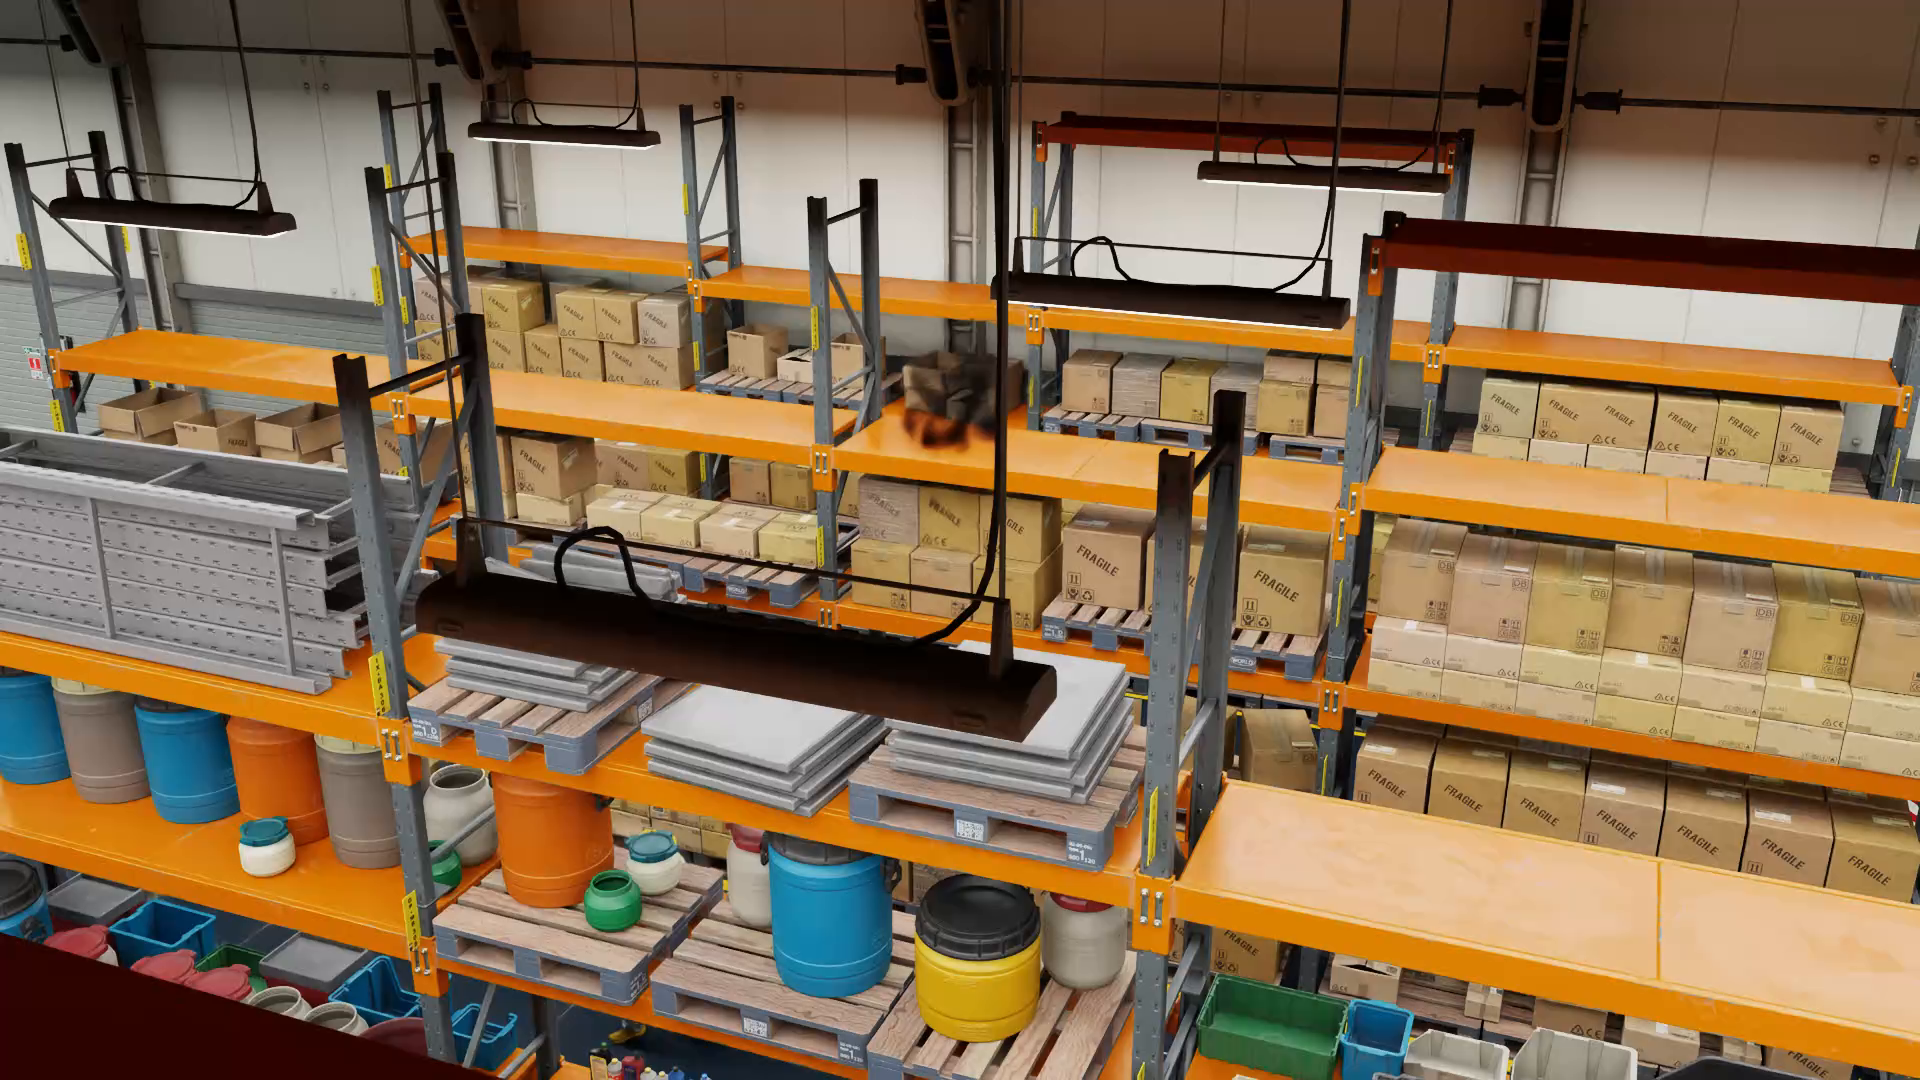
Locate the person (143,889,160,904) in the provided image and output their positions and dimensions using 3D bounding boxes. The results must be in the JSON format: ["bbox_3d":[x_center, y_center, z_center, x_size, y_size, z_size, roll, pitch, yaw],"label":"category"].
[{"bbox_3d":[-6.363,2.620,13.074,0.936,1.687,0.592,9,22,21],"label":"person"}]

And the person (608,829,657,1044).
[{"bbox_3d":[-2.229,2.916,12.210,0.815,1.810,0.682,4,21,11],"label":"person"}]
